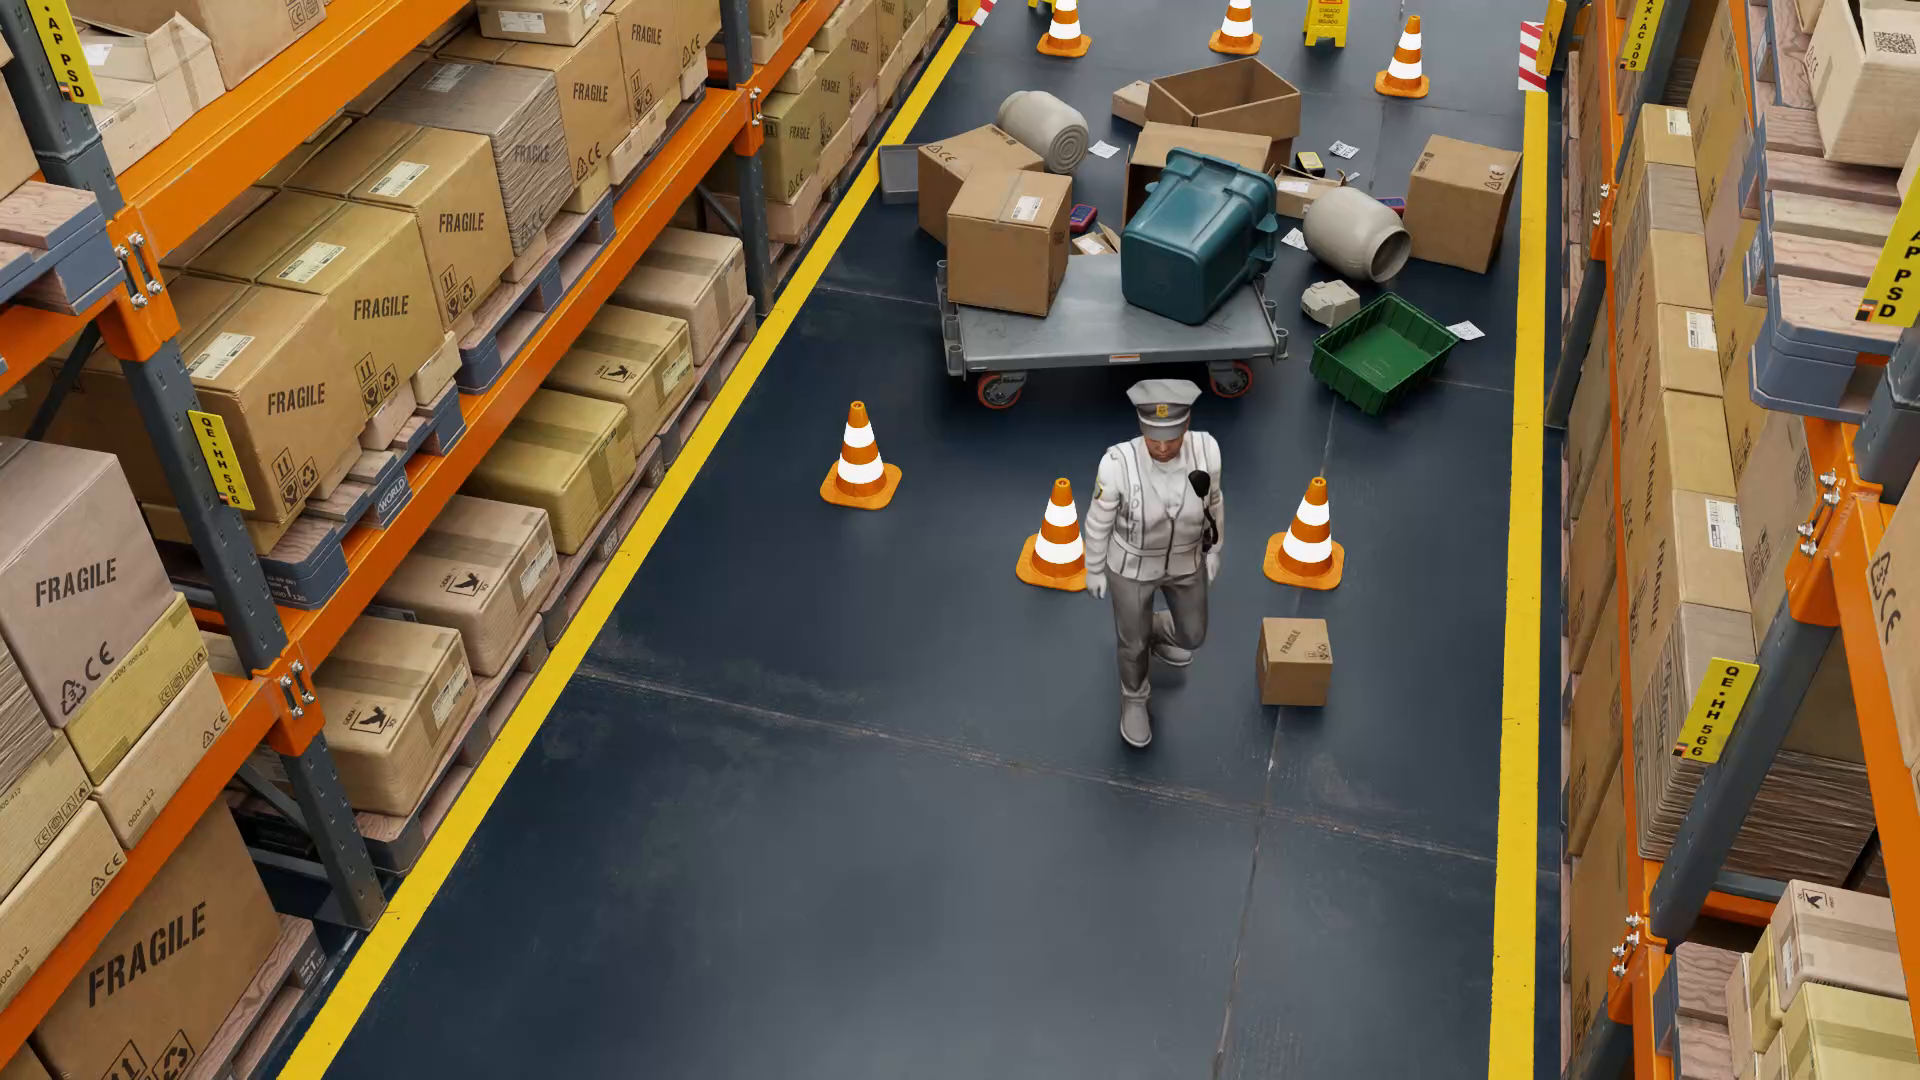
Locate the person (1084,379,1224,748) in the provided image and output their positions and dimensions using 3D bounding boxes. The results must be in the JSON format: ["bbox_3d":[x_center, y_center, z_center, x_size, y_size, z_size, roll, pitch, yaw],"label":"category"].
[{"bbox_3d":[0.699,0.032,6.112,0.534,1.674,0.537,-8,42,-9],"label":"person"}]
